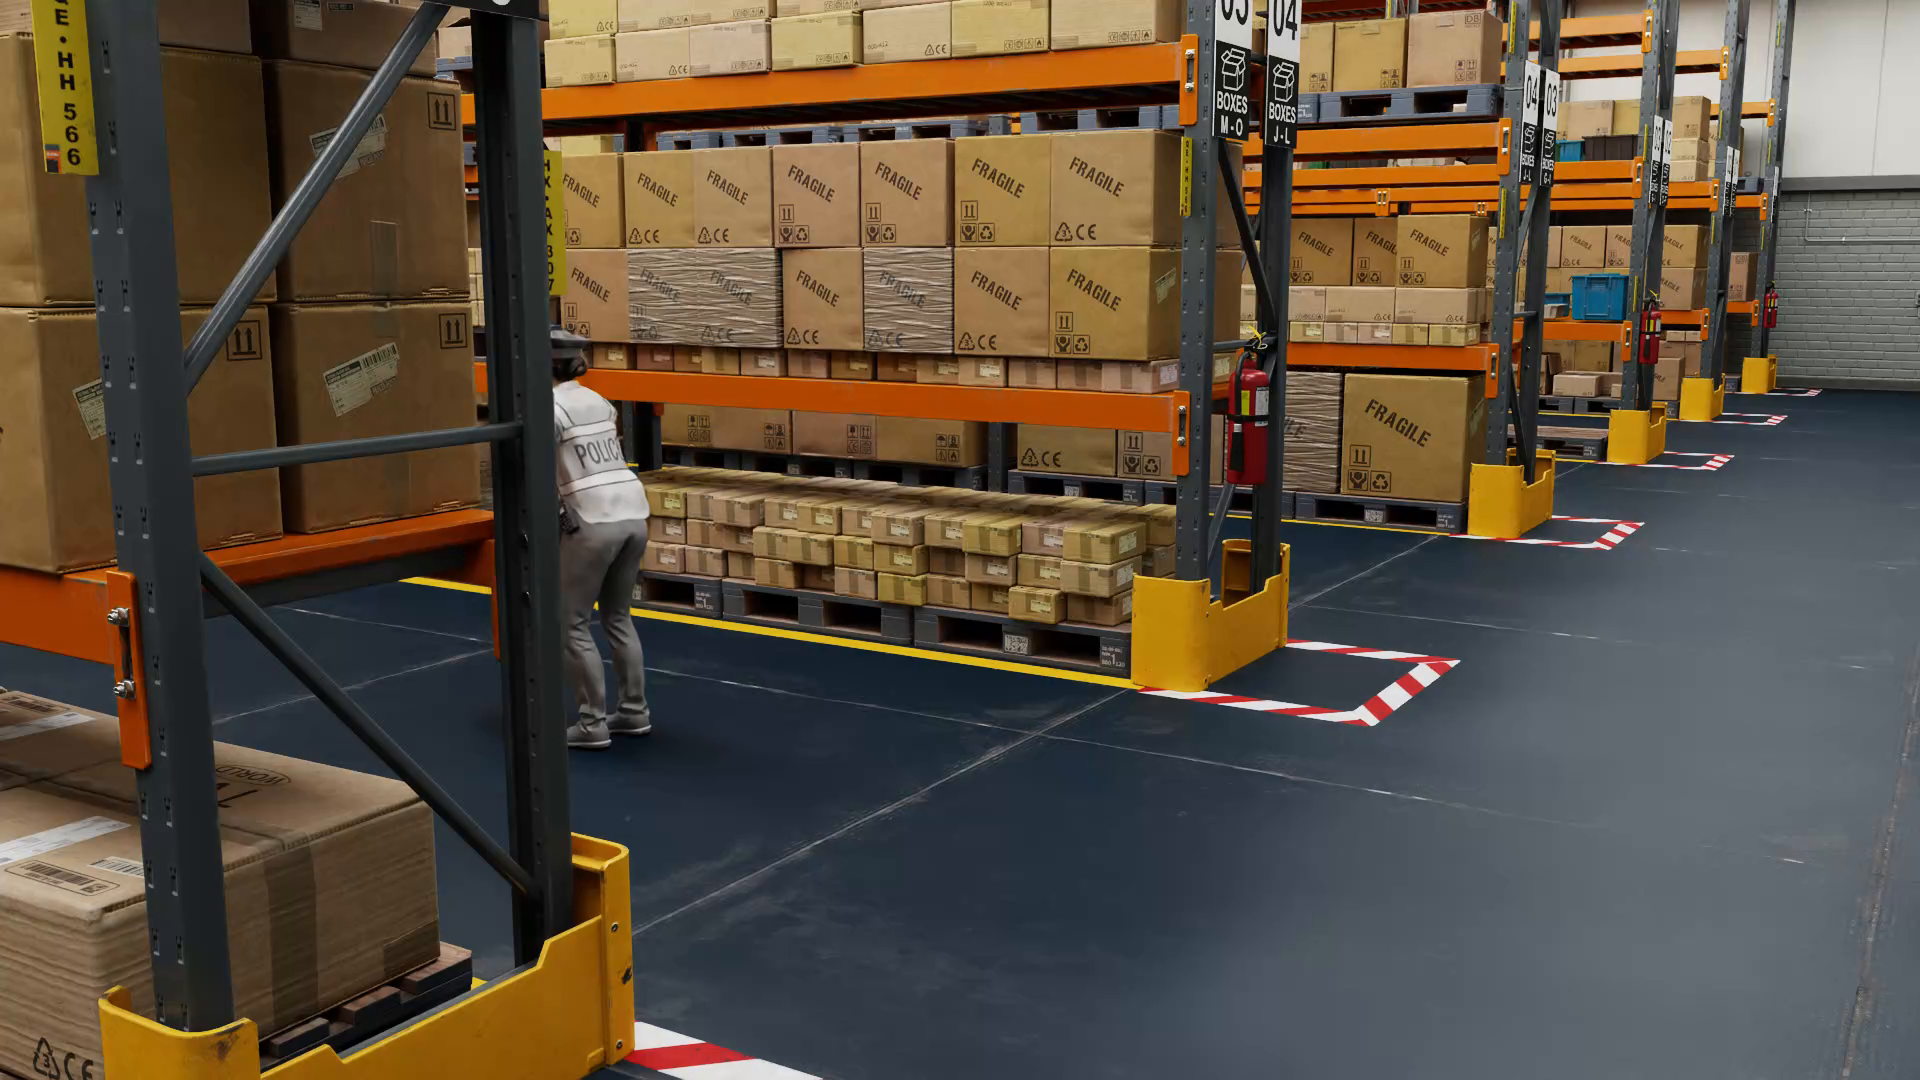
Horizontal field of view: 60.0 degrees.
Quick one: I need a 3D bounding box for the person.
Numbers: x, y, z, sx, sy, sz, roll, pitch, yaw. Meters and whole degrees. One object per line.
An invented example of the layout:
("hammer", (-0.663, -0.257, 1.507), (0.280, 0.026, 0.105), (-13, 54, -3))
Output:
("person", (-1.505, -0.007, 6.558), (0.560, 1.630, 0.412), (6, 11, 30))
